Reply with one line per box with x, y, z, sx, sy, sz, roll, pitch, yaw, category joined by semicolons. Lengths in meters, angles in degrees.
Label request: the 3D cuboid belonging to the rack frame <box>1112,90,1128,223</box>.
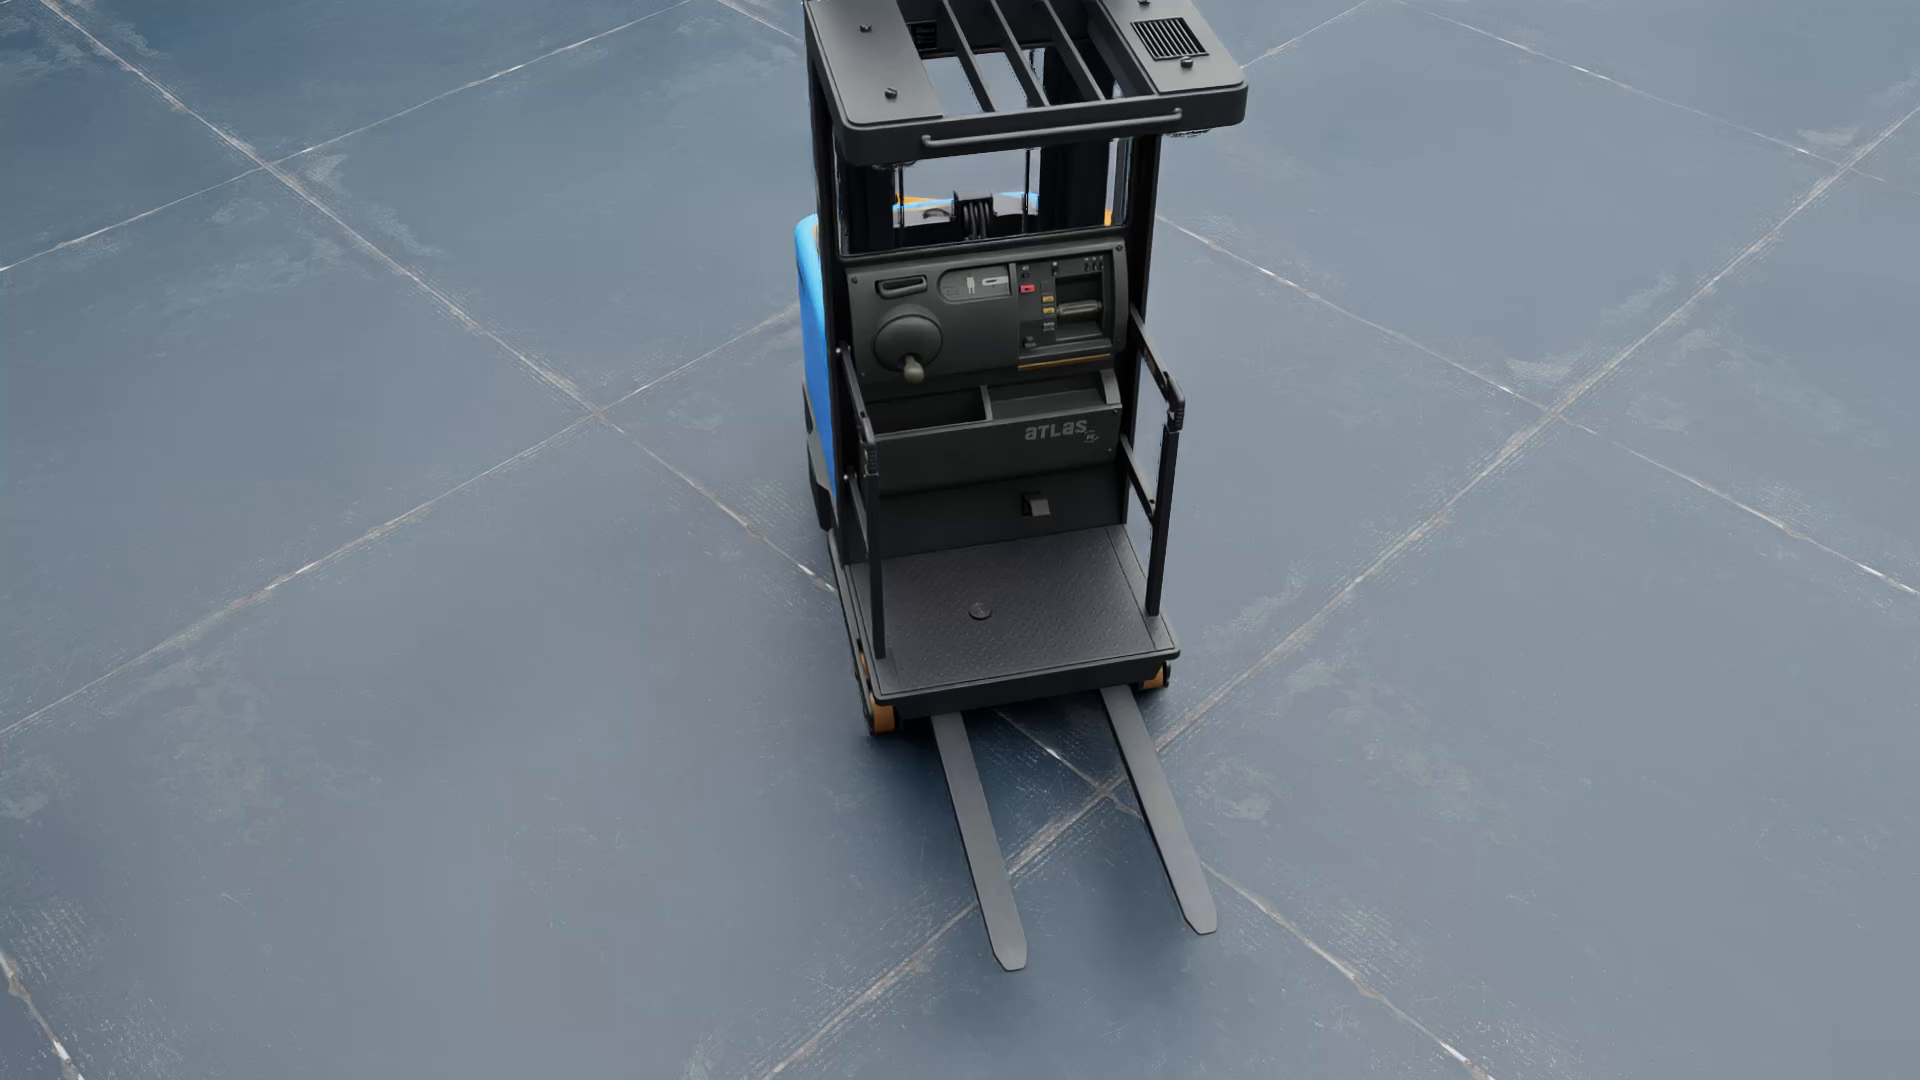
0.671;-1.365;7.122;0.032;1.500;0.500;5;43;5;rack frame

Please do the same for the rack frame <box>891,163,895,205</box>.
-0.337;-1.454;7.218;0.032;1.500;0.500;5;43;5;rack frame

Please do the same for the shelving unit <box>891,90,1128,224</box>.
0.176;-1.409;7.169;1.083;1.500;0.587;5;43;5;shelving unit

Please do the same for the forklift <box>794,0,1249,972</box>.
0.145;-0.664;5.309;1.130;2.935;3.031;-8;43;-9;forklift

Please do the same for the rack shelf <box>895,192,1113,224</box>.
0.167;-1.277;7.292;1.000;0.185;0.538;5;43;5;rack shelf
